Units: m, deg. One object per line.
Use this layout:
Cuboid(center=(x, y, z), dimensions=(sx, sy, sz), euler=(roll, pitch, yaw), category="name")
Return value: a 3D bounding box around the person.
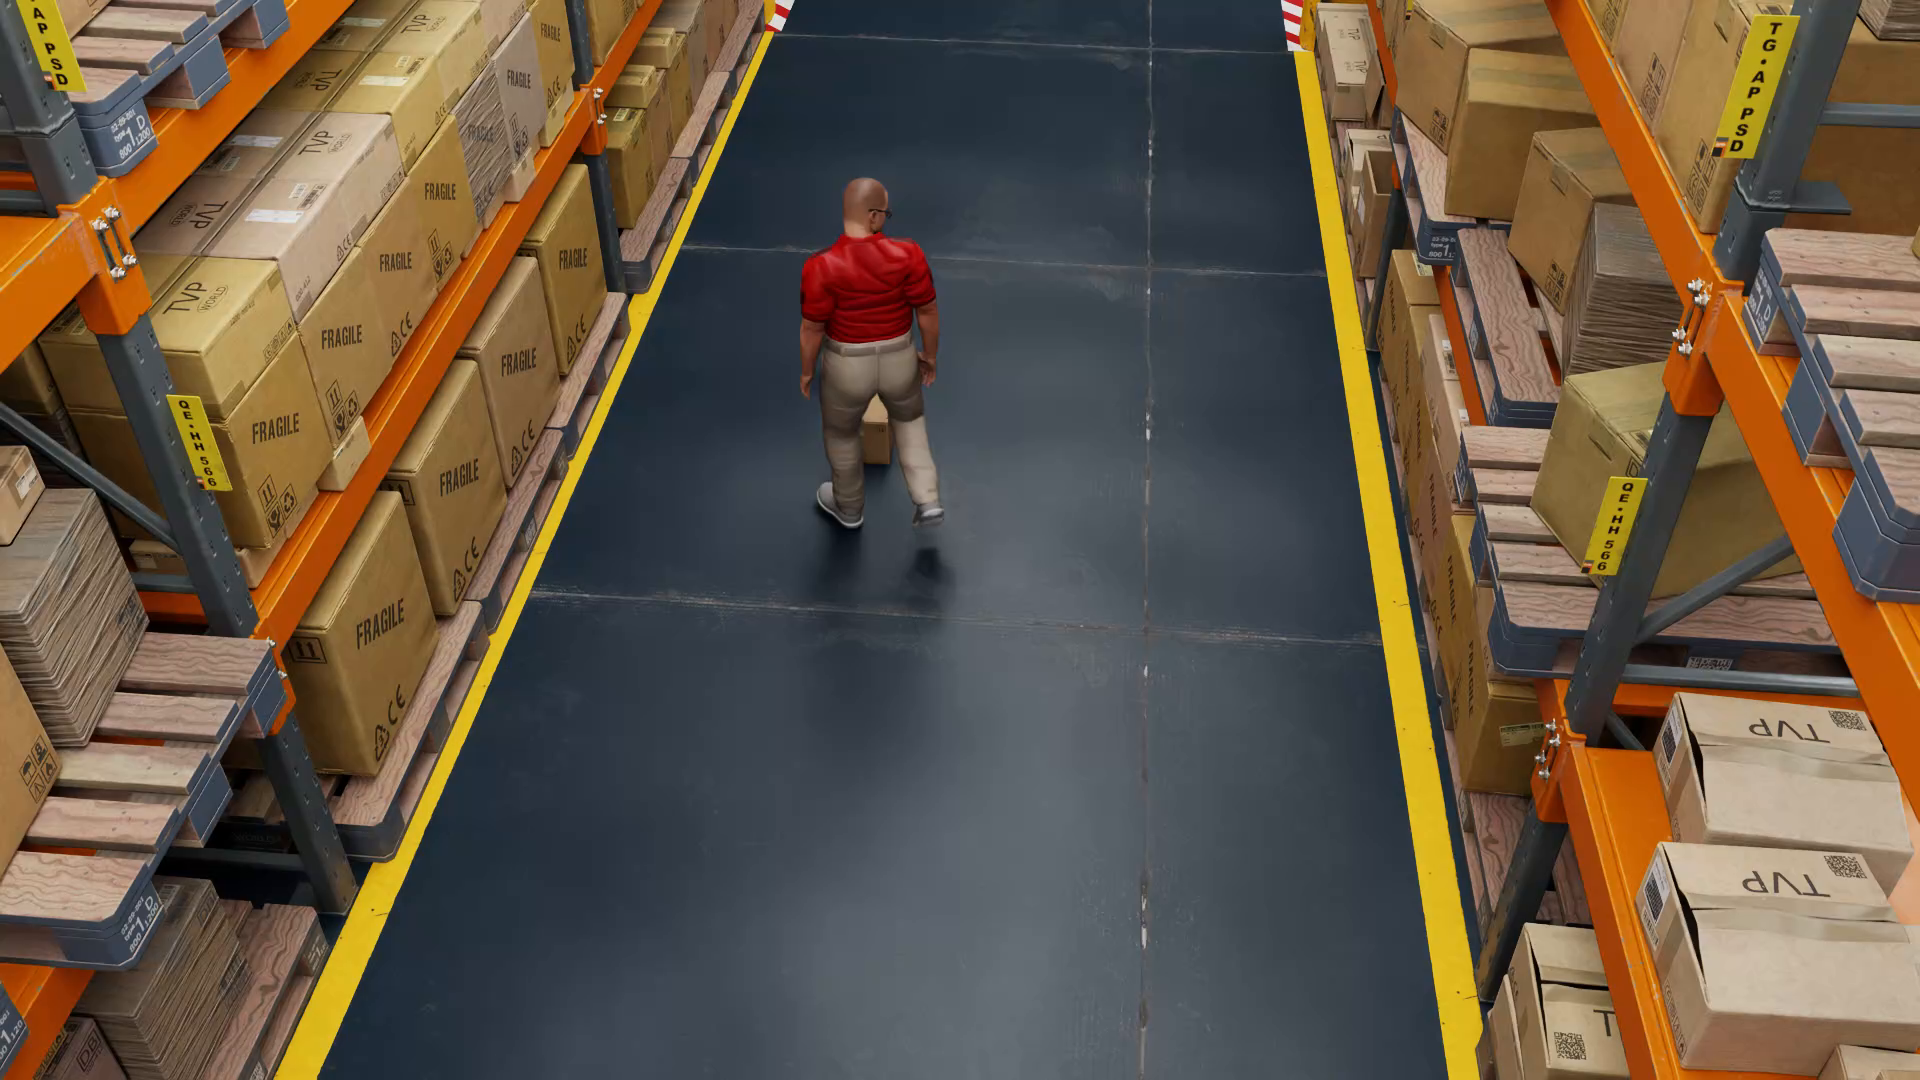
Cuboid(center=(-0.376, -0.722, 7.011), dimensions=(0.581, 1.715, 0.650), euler=(-11, 41, -13), category="person")
